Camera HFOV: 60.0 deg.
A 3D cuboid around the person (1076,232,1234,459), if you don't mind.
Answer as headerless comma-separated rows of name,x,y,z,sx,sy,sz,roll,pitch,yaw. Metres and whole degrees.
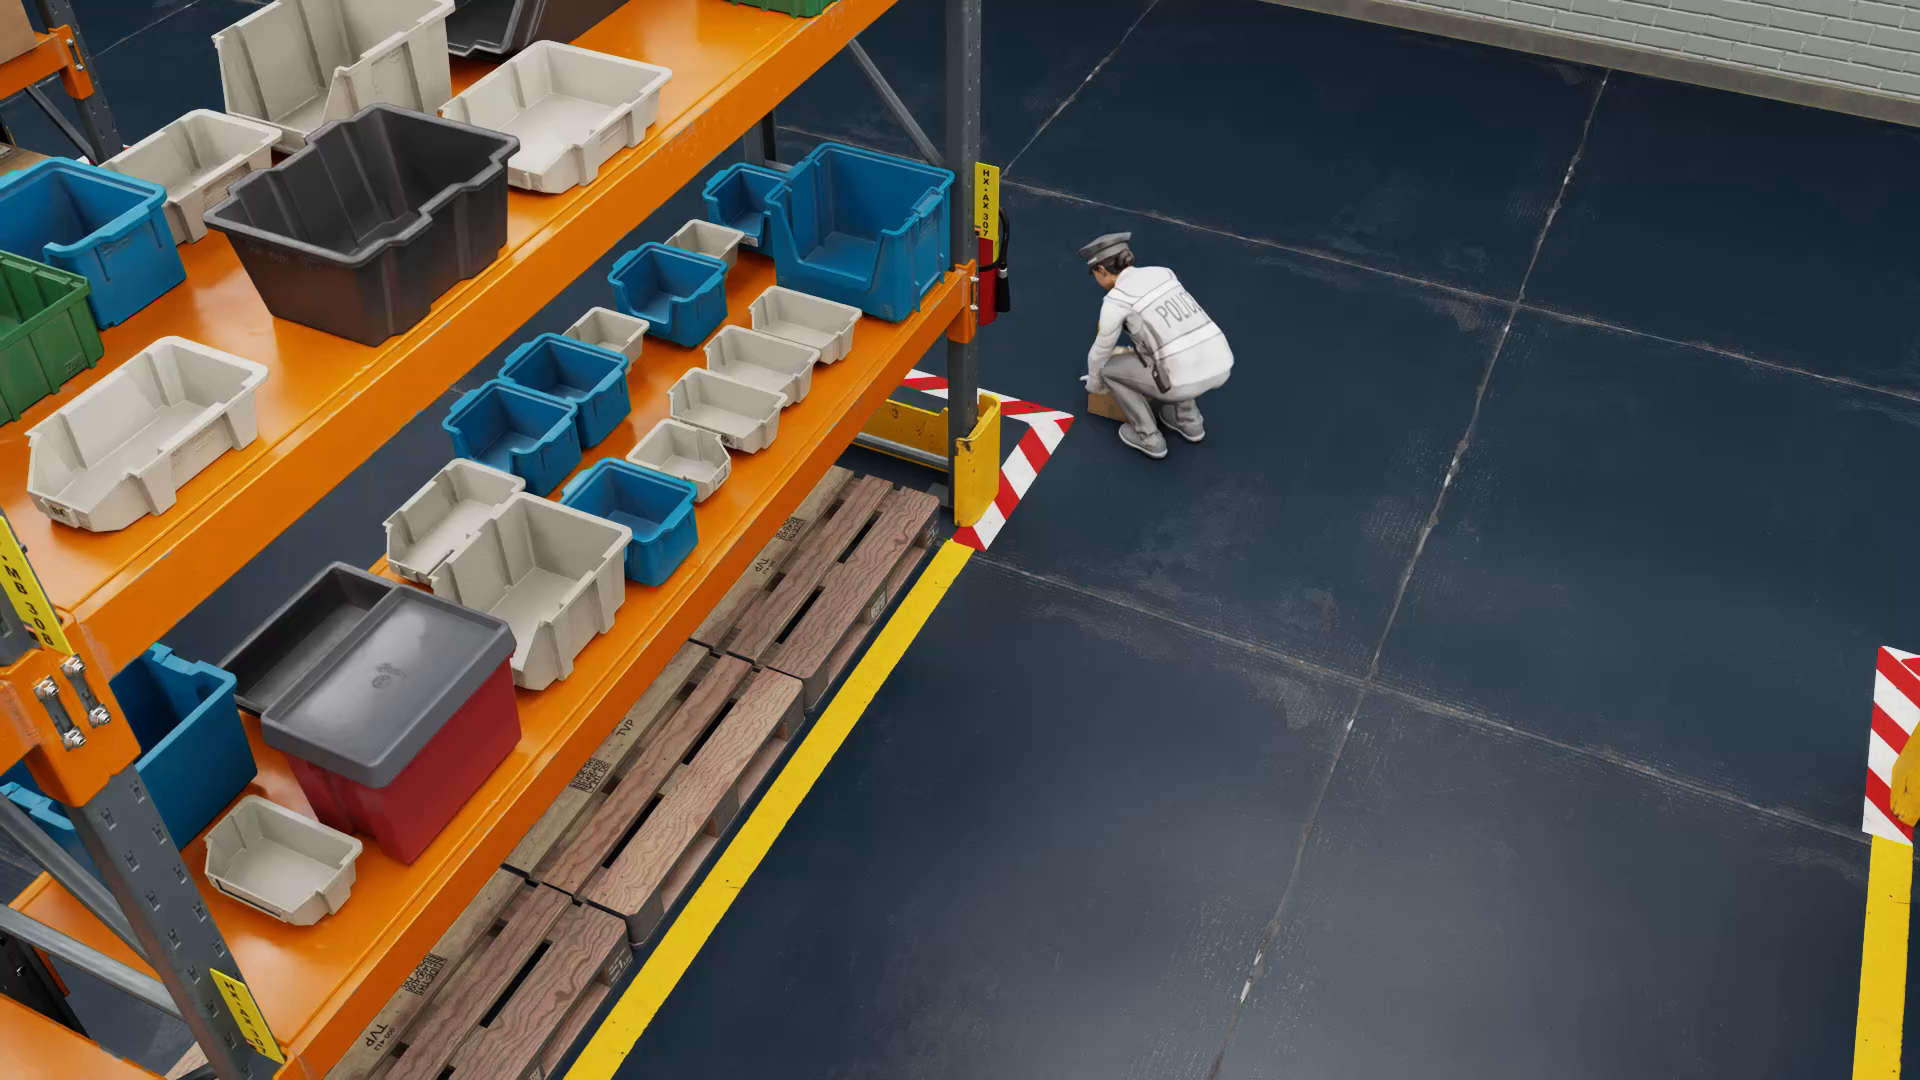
person,0.869,-0.905,7.692,0.488,0.951,0.847,-25,48,-25
